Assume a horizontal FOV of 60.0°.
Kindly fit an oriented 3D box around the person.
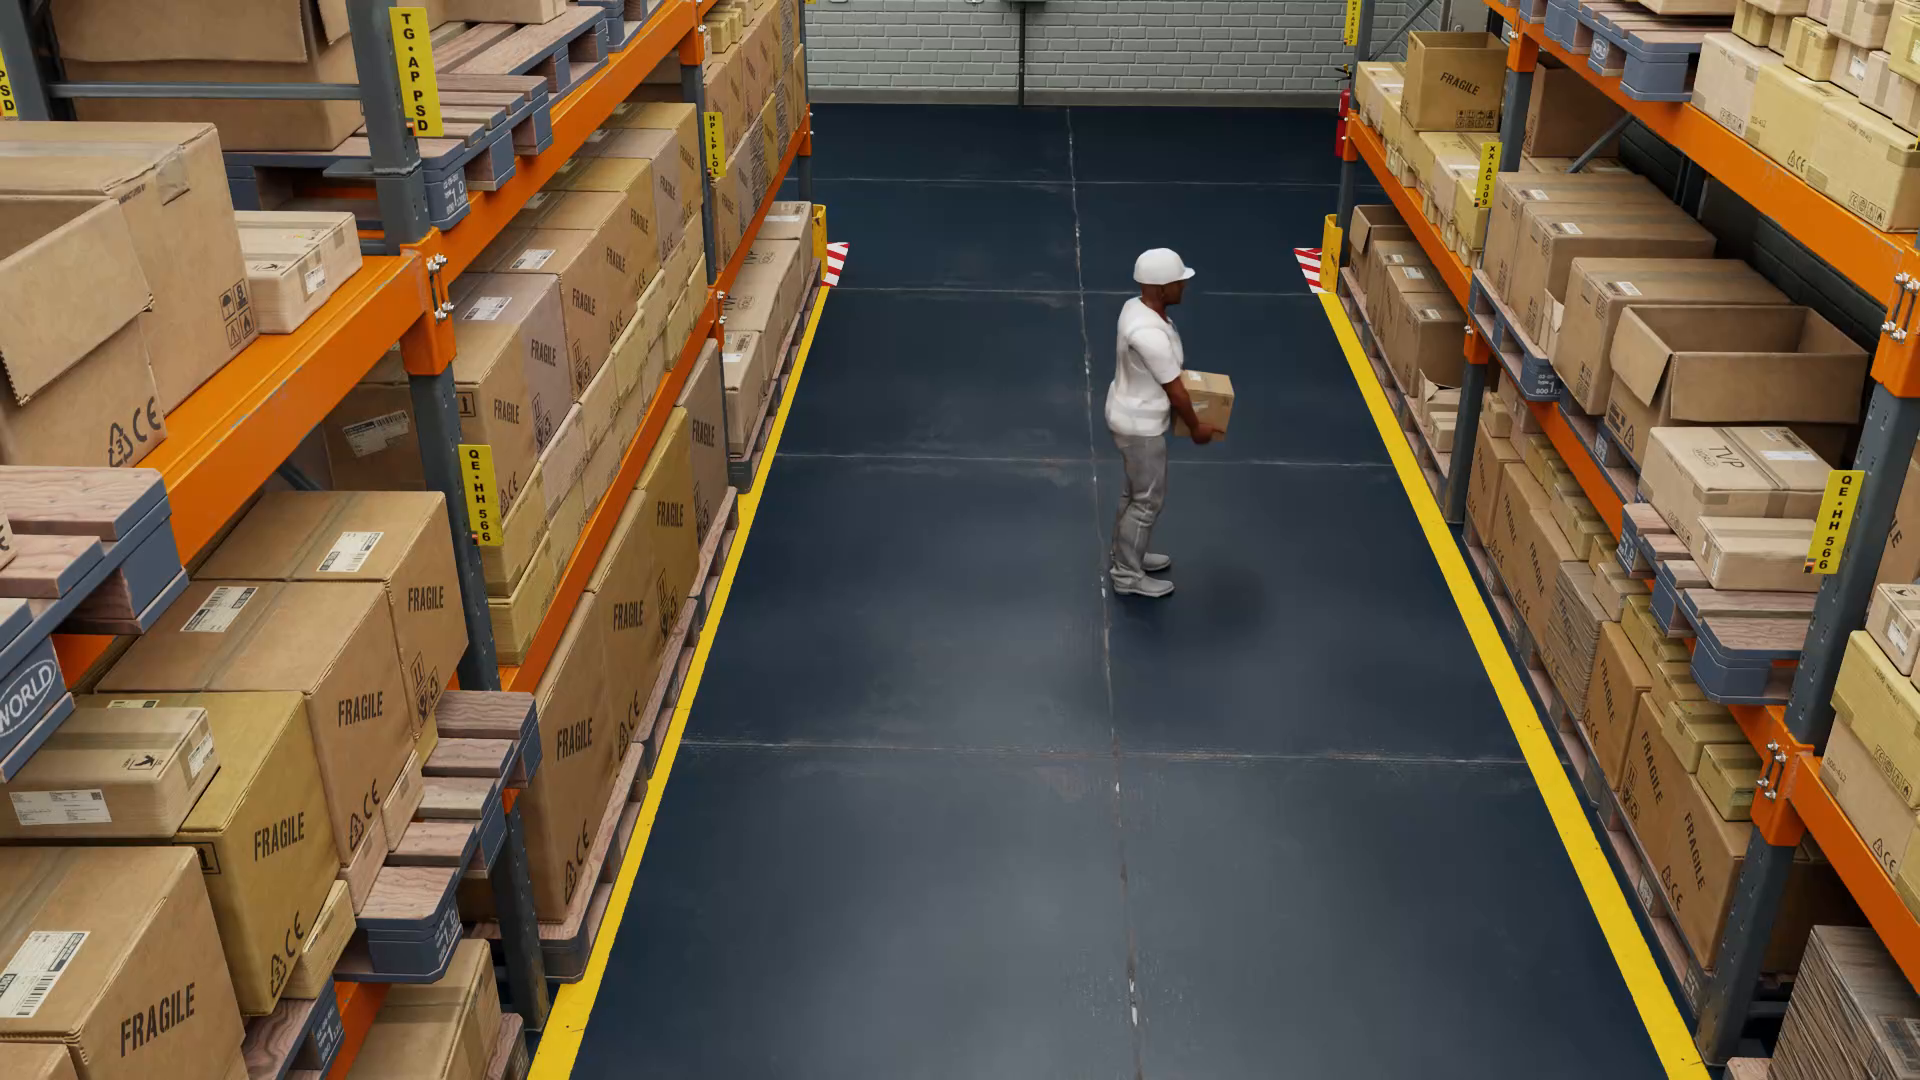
[{"bbox_3d":[1.004,-0.583,8.204,0.576,1.761,0.505,1,28,1],"label":"person"}]
